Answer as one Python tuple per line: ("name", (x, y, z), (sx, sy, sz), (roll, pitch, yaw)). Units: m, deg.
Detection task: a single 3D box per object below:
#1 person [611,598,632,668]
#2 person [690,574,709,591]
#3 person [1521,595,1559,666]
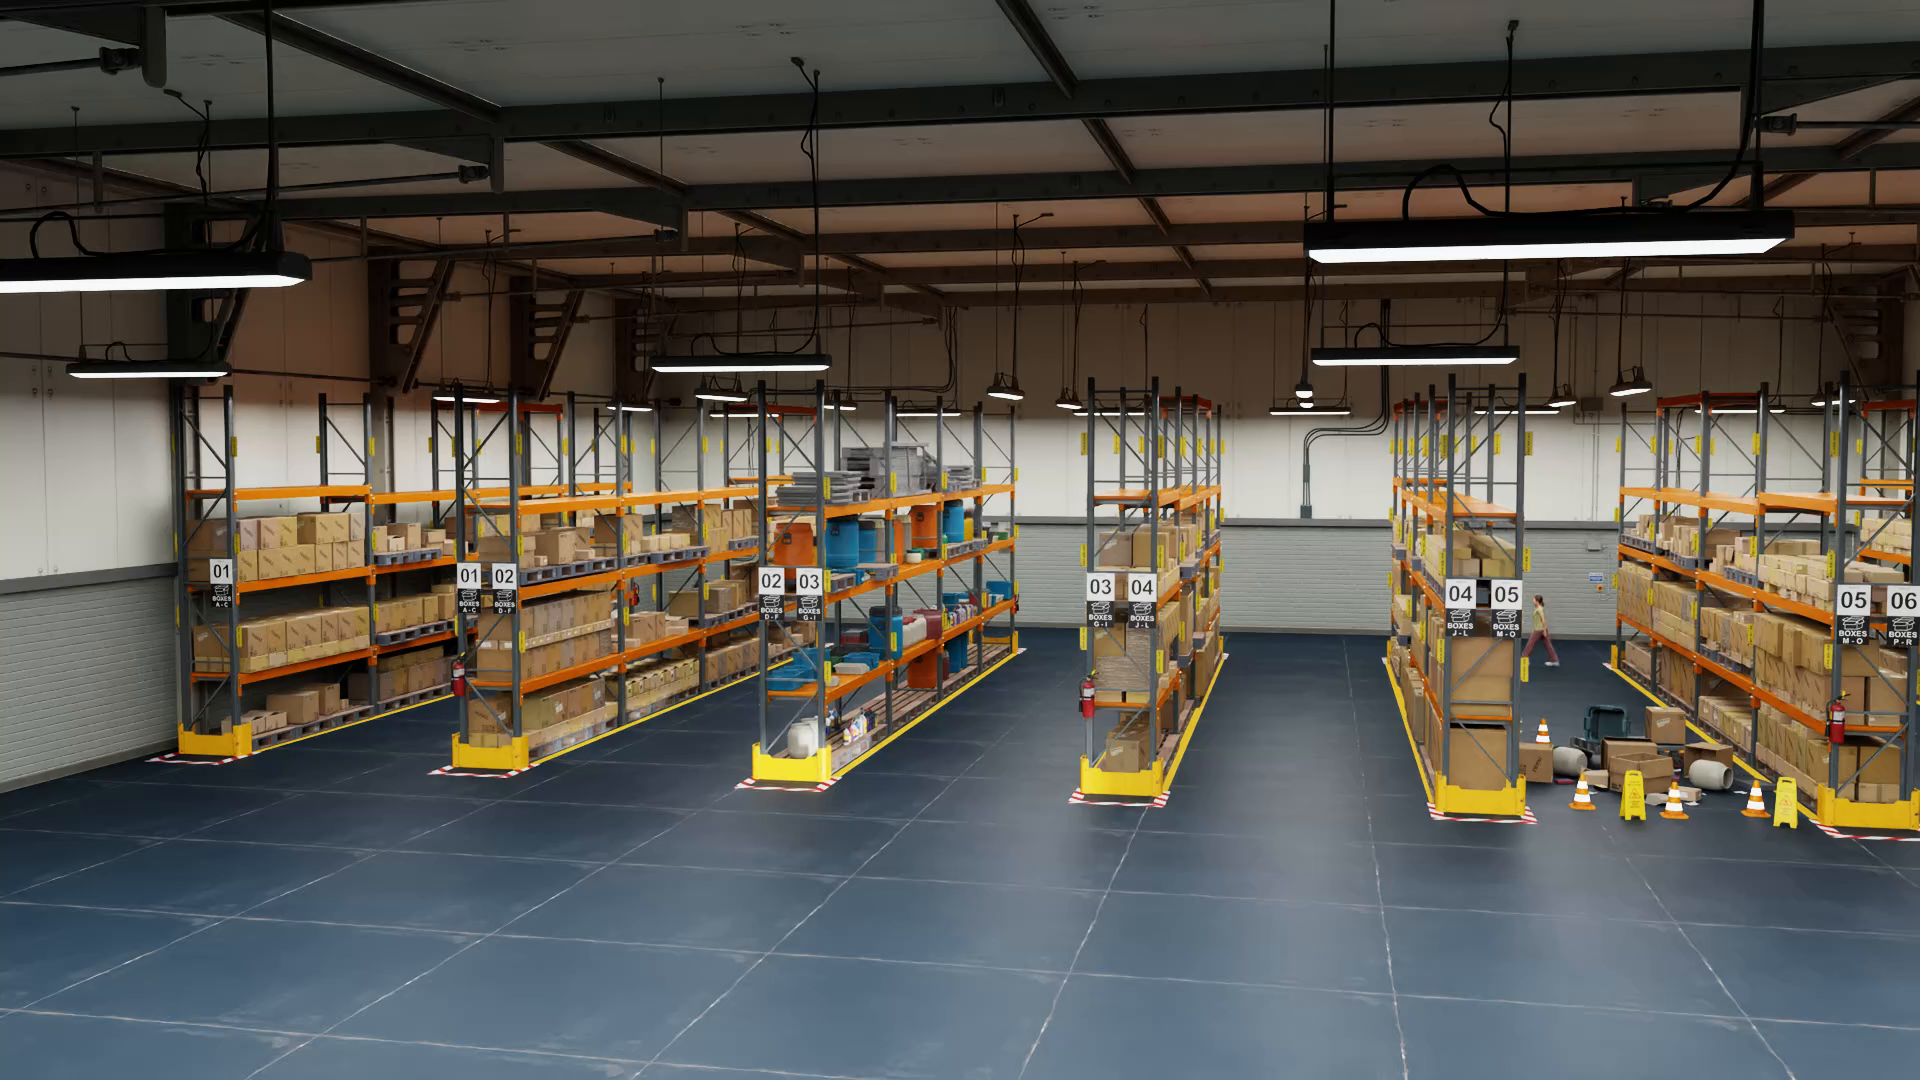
("person", (-7.294, 2.119, 35.679), (0.598, 1.759, 0.541), (1, 3, 22))
("person", (-6.954, 1.663, 44.453), (0.538, 1.661, 1.069), (1, 3, 15))
("person", (13.191, 2.046, 37.983), (1.016, 1.598, 0.434), (2, 4, 36))
